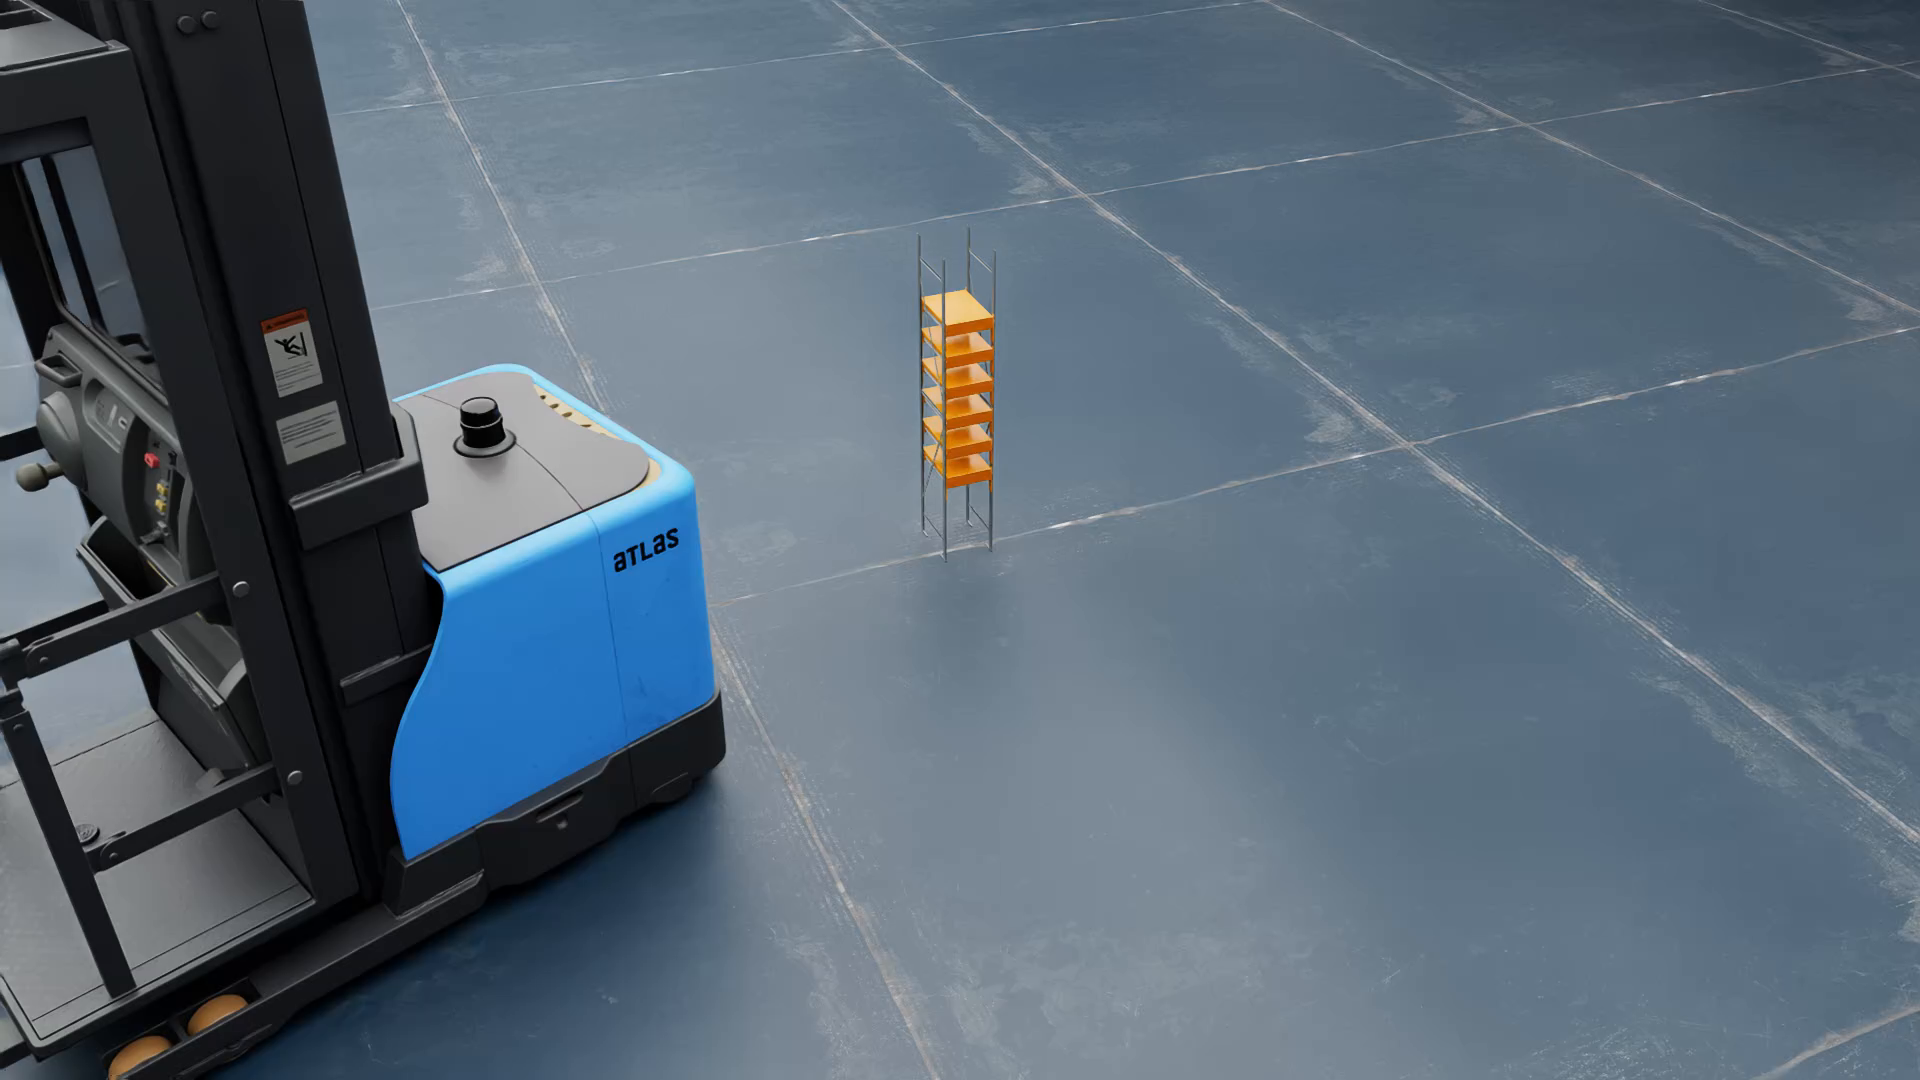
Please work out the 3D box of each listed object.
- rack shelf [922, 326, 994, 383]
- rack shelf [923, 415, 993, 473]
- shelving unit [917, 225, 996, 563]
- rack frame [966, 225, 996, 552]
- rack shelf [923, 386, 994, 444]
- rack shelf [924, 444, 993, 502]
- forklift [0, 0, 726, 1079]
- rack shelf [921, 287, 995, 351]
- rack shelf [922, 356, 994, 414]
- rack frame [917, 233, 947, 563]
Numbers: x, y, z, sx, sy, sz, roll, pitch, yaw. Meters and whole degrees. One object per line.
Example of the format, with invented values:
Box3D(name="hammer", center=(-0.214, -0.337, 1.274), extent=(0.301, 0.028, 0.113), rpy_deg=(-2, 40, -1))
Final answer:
Box3D(name="rack shelf", center=(-0.013, -0.664, 5.811), extent=(0.180, 0.103, 0.258), rpy_deg=(-13, 35, -19))
Box3D(name="rack shelf", center=(-0.013, -0.362, 6.008), extent=(0.180, 0.103, 0.258), rpy_deg=(-13, 35, -19))
Box3D(name="shelving unit", center=(-0.013, -0.500, 5.918), extent=(0.189, 1.200, 0.258), rpy_deg=(-13, 35, -19))
Box3D(name="rack frame", center=(0.071, -0.519, 5.948), extent=(0.006, 1.200, 0.240), rpy_deg=(-13, 35, -19))
Box3D(name="rack shelf", center=(-0.013, -0.463, 5.942), extent=(0.180, 0.103, 0.258), rpy_deg=(-13, 35, -19))
Box3D(name="rack shelf", center=(-0.013, -0.261, 6.073), extent=(0.180, 0.103, 0.258), rpy_deg=(-13, 35, -19))
Box3D(name="forklift", center=(-2.137, -0.155, 3.801), extent=(3.031, 2.935, 1.130), rpy_deg=(-27, 42, -35))
Box3D(name="rack shelf", center=(-0.013, -0.764, 5.746), extent=(0.180, 0.103, 0.258), rpy_deg=(-13, 35, -19))
Box3D(name="rack shelf", center=(-0.013, -0.563, 5.877), extent=(0.180, 0.103, 0.258), rpy_deg=(-13, 35, -19))
Box3D(name="rack frame", center=(-0.098, -0.481, 5.888), extent=(0.006, 1.200, 0.240), rpy_deg=(-13, 35, -19))
